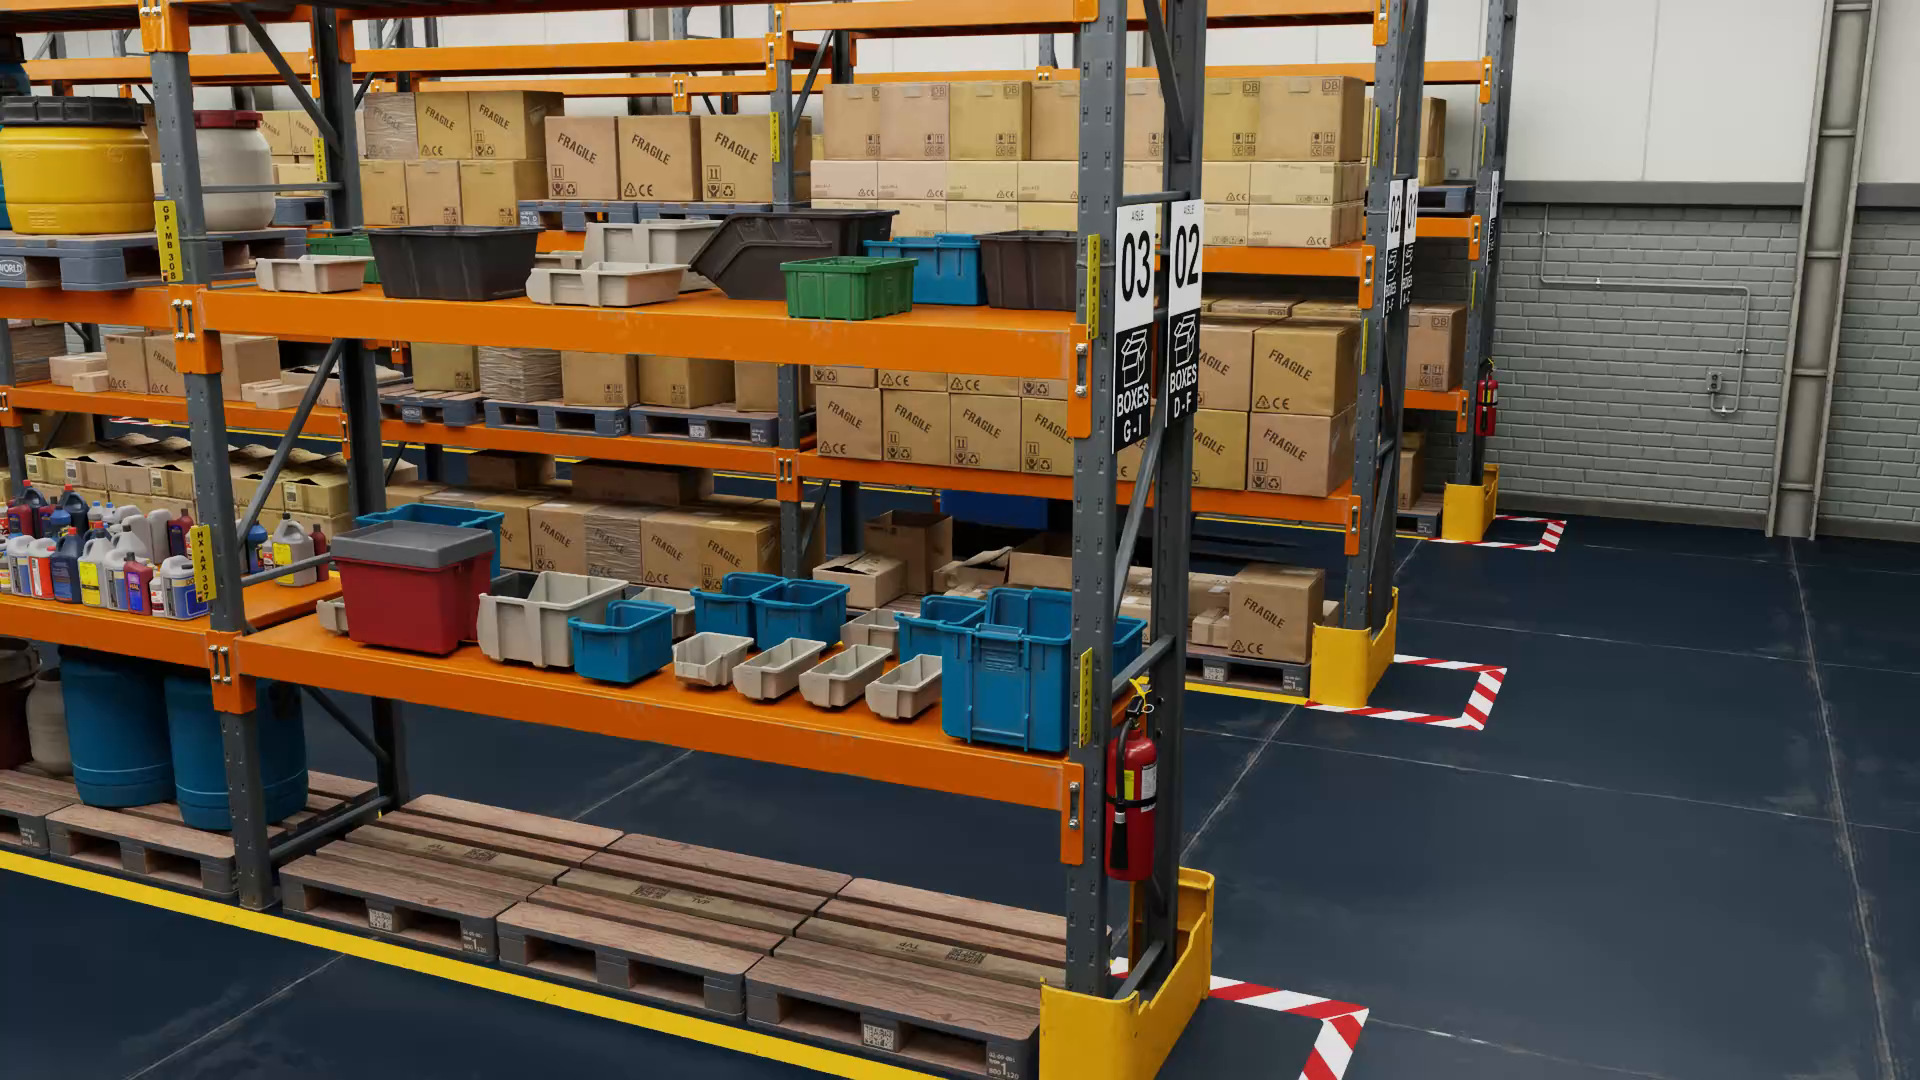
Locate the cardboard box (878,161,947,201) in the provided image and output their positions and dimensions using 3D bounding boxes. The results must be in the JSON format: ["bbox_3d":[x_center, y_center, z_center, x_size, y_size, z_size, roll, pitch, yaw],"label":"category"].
[{"bbox_3d":[-0.216,-2.400,11.082,0.500,0.250,0.500,6,14,23],"label":"cardboard box"}]

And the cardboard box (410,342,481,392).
[{"bbox_3d":[-4.053,-1.500,13.443,0.500,0.500,0.700,1,13,4],"label":"cardboard box"}]

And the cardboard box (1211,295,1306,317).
[{"bbox_3d":[2.809,-1.905,15.651,0.700,0.700,0.980,5,14,21],"label":"cardboard box"}]

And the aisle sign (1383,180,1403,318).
[{"bbox_3d":[2.578,-1.737,9.900,0.004,0.787,0.394,6,14,23],"label":"aisle sign"}]

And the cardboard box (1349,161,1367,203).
[{"bbox_3d":[2.275,-2.274,10.548,0.500,0.250,0.500,6,14,23],"label":"cardboard box"}]

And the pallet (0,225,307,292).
[{"bbox_3d":[-3.783,-1.298,7.567,1.003,0.211,1.213,6,14,23],"label":"pallet"}]

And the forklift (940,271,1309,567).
[{"bbox_3d":[1.361,-1.262,13.716,3.031,2.935,1.130,7,15,27],"label":"forklift"}]

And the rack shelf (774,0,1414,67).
[{"bbox_3d":[0.811,-3.295,10.682,4.000,0.370,1.077,6,14,23],"label":"rack shelf"}]

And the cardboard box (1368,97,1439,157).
[{"bbox_3d":[3.863,-3.593,14.482,0.500,0.500,0.500,6,14,23],"label":"cardboard box"}]

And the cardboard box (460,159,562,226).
[{"bbox_3d":[-3.320,-2.662,12.749,0.500,0.500,0.910,6,14,23],"label":"cardboard box"}]

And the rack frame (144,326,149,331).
[{"bbox_3d":[-9.986,-3.057,21.216,0.127,3.000,1.000,6,14,23],"label":"rack frame"}]

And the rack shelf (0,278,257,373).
[{"bbox_3d":[-4.856,-1.172,8.194,4.000,0.370,1.077,6,14,23],"label":"rack shelf"}]

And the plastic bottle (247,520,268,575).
[{"bbox_3d":[-3.514,0.034,8.325,0.097,0.271,0.097,0,13,0],"label":"plastic bottle"}]

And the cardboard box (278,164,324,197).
[{"bbox_3d":[-5.112,-2.904,13.406,0.500,0.250,0.500,5,14,19],"label":"cardboard box"}]

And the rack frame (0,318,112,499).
[{"bbox_3d":[-8.332,-1.652,15.228,0.127,3.000,1.000,6,14,23],"label":"rack frame"}]

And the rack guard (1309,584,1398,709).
[{"bbox_3d":[2.570,0.668,10.812,0.348,0.500,1.175,6,14,23],"label":"rack guard"}]

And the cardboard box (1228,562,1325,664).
[{"bbox_3d":[2.043,0.462,10.727,0.500,0.500,0.500,6,14,23],"label":"cardboard box"}]

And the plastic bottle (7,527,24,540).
[{"bbox_3d":[-4.615,0.074,8.154,0.097,0.271,0.097,0,13,0],"label":"plastic bottle"}]

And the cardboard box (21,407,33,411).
[{"bbox_3d":[-9.089,-1.036,16.060,0.500,0.500,0.500,6,14,23],"label":"cardboard box"}]

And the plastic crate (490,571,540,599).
[{"bbox_3d":[-1.895,0.275,7.488,0.590,0.125,0.437,6,14,23],"label":"plastic crate"}]

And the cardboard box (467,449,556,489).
[{"bbox_3d":[-3.671,-0.602,13.622,0.500,0.250,0.500,6,15,25],"label":"cardboard box"}]

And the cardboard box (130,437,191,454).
[{"bbox_3d":[-7.367,-0.766,15.326,0.500,0.311,0.500,6,15,25],"label":"cardboard box"}]

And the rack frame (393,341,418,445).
[{"bbox_3d":[-6.329,-2.687,19.639,0.127,3.000,1.000,6,14,23],"label":"rack frame"}]

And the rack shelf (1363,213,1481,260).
[{"bbox_3d":[2.814,-2.872,15.435,4.000,0.370,1.077,6,14,23],"label":"rack shelf"}]

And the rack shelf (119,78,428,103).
[{"bbox_3d":[-8.157,-5.441,19.825,4.000,0.370,1.077,6,14,23],"label":"rack shelf"}]

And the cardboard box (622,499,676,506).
[{"bbox_3d":[-2.307,-0.099,13.121,0.500,0.500,0.500,6,14,24],"label":"cardboard box"}]

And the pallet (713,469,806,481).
[{"bbox_3d":[-1.981,-0.870,18.002,1.213,0.211,1.003,6,14,23],"label":"pallet"}]

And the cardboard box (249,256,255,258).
[{"bbox_3d":[-9.013,-3.311,20.942,0.500,0.500,0.500,6,14,24],"label":"cardboard box"}]

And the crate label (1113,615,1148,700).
[{"bbox_3d":[0.538,0.453,6.491,0.303,0.233,0.416,6,14,23],"label":"crate label"}]

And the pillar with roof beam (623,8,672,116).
[{"bbox_3d":[-5.254,-4.639,14.827,0.400,9.000,9.100,6,14,23],"label":"pillar with roof beam"}]

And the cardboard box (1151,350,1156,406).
[{"bbox_3d":[1.183,-1.154,10.700,0.500,0.500,0.500,6,15,25],"label":"cardboard box"}]

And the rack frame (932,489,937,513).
[{"bbox_3d":[-0.197,-0.538,14.748,0.008,1.050,0.200,7,15,27],"label":"rack frame"}]

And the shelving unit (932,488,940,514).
[{"bbox_3d":[-0.089,-0.525,14.692,0.252,1.050,0.215,7,15,27],"label":"shelving unit"}]

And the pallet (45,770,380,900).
[{"bbox_3d":[-3.716,1.400,8.326,1.213,0.211,1.003,6,14,23],"label":"pallet"}]

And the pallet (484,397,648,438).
[{"bbox_3d":[-2.895,-1.009,12.910,1.213,0.211,1.003,6,14,23],"label":"pallet"}]

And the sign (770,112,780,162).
[{"bbox_3d":[-1.239,-2.699,11.131,0.005,0.325,0.100,6,14,23],"label":"sign"}]

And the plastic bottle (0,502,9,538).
[{"bbox_3d":[-5.210,-0.103,9.065,0.097,0.201,0.097,0,13,0],"label":"plastic bottle"}]

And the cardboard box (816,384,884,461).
[{"bbox_3d":[-0.662,-0.856,11.619,0.500,0.500,0.500,6,15,25],"label":"cardboard box"}]

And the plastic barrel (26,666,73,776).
[{"bbox_3d":[-4.645,0.939,8.713,0.421,0.512,0.421,0,13,0],"label":"plastic barrel"}]

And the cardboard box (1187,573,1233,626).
[{"bbox_3d":[1.800,0.427,11.424,0.500,0.250,0.500,6,14,23],"label":"cardboard box"}]

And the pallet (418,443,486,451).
[{"bbox_3d":[-5.616,-1.258,19.652,1.213,0.211,1.003,6,14,23],"label":"pallet"}]

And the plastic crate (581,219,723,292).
[{"bbox_3d":[-1.271,-1.179,6.908,0.530,0.282,0.437,6,14,23],"label":"plastic crate"}]

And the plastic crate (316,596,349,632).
[{"bbox_3d":[-2.660,0.295,7.378,0.243,0.136,0.396,6,14,23],"label":"plastic crate"}]

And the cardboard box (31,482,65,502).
[{"bbox_3d":[-8.063,-0.429,15.115,0.500,0.250,0.500,5,14,22],"label":"cardboard box"}]

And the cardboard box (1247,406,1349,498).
[{"bbox_3d":[2.120,-0.575,10.419,0.500,0.500,0.500,6,15,25],"label":"cardboard box"}]

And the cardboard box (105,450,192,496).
[{"bbox_3d":[-7.126,-0.605,14.640,0.500,0.311,0.500,5,14,21],"label":"cardboard box"}]

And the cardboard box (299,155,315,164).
[{"bbox_3d":[-7.348,-4.250,19.472,0.500,0.500,0.500,5,14,18],"label":"cardboard box"}]

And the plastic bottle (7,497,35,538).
[{"bbox_3d":[-4.986,-0.089,8.825,0.133,0.283,0.061,6,14,23],"label":"plastic bottle"}]

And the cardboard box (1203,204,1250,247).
[{"bbox_3d":[1.611,-1.970,10.345,0.500,0.250,0.500,6,14,23],"label":"cardboard box"}]

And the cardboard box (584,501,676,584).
[{"bbox_3d":[-2.492,0.011,12.649,0.500,0.500,0.500,6,14,24],"label":"cardboard box"}]

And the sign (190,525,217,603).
[{"bbox_3d":[-3.252,0.103,7.145,0.005,0.325,0.100,6,14,23],"label":"sign"}]

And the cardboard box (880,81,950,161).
[{"bbox_3d":[-0.158,-2.794,11.124,0.500,0.500,0.700,6,14,23],"label":"cardboard box"}]

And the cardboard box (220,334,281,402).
[{"bbox_3d":[-6.215,-1.482,14.287,0.500,0.500,0.500,5,14,20],"label":"cardboard box"}]

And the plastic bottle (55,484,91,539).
[{"bbox_3d":[-4.677,-0.116,8.793,0.185,0.351,0.144,6,14,23],"label":"plastic bottle"}]

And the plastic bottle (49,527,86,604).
[{"bbox_3d":[-4.169,0.113,7.816,0.185,0.351,0.144,6,14,23],"label":"plastic bottle"}]
